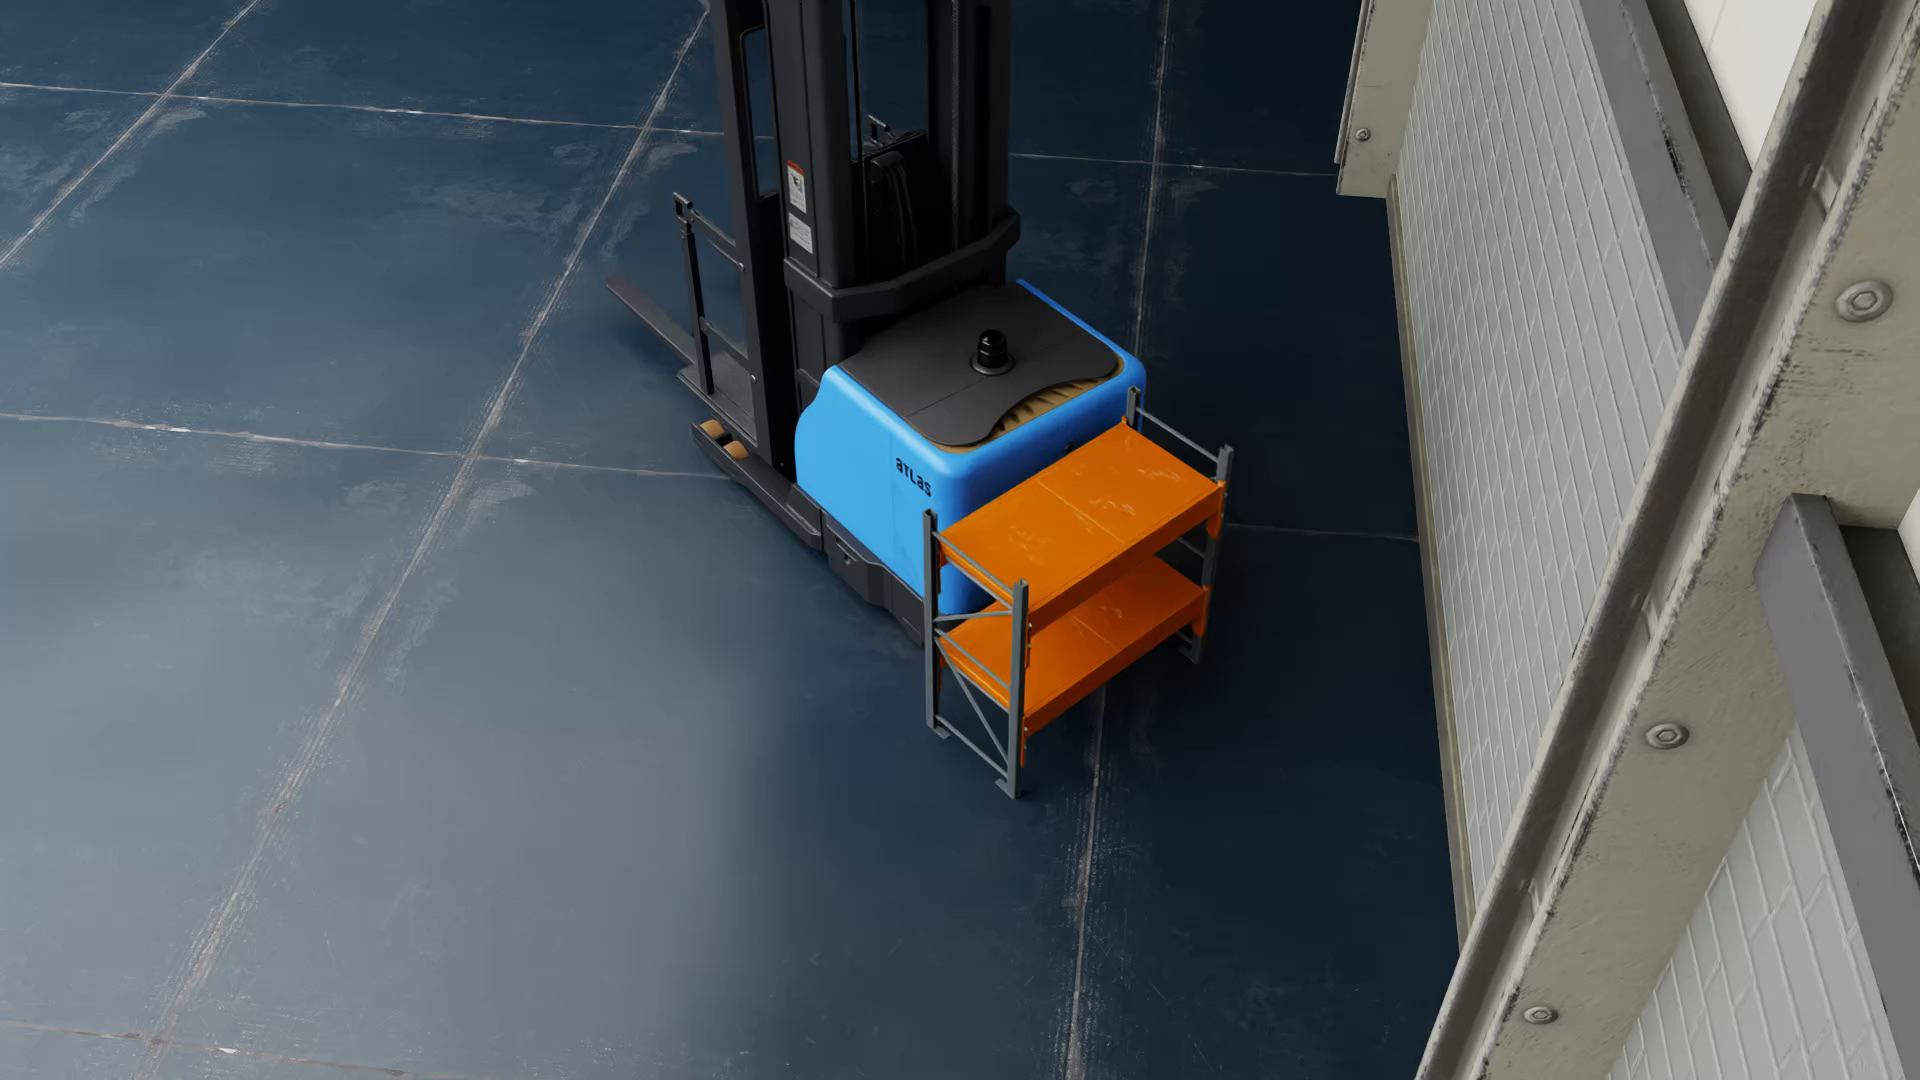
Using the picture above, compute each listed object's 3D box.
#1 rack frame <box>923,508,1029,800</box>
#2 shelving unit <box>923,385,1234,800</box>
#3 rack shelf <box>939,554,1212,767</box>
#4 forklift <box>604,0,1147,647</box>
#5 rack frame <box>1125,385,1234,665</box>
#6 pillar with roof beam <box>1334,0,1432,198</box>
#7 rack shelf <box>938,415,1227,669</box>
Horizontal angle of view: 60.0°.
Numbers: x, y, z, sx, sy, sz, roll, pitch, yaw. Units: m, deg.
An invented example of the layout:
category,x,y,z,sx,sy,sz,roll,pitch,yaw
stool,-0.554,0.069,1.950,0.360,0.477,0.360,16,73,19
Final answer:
category,x,y,z,sx,sy,sz,roll,pitch,yaw
rack frame,0.048,0.431,5.976,0.032,1.125,0.500,-32,52,-29
shelving unit,0.426,0.197,6.223,1.048,1.125,0.538,-32,52,-29
rack shelf,0.426,0.375,6.391,1.000,0.278,0.538,-32,52,-29
forklift,-0.574,-1.539,6.743,1.130,2.935,3.031,-29,50,-27
rack frame,0.804,-0.037,6.470,0.032,1.125,0.500,-32,52,-29
pillar with roof beam,-1.984,-5.709,6.735,9.100,9.000,0.400,5,44,6
rack shelf,0.427,-0.015,6.022,1.000,0.278,0.538,-32,52,-29
